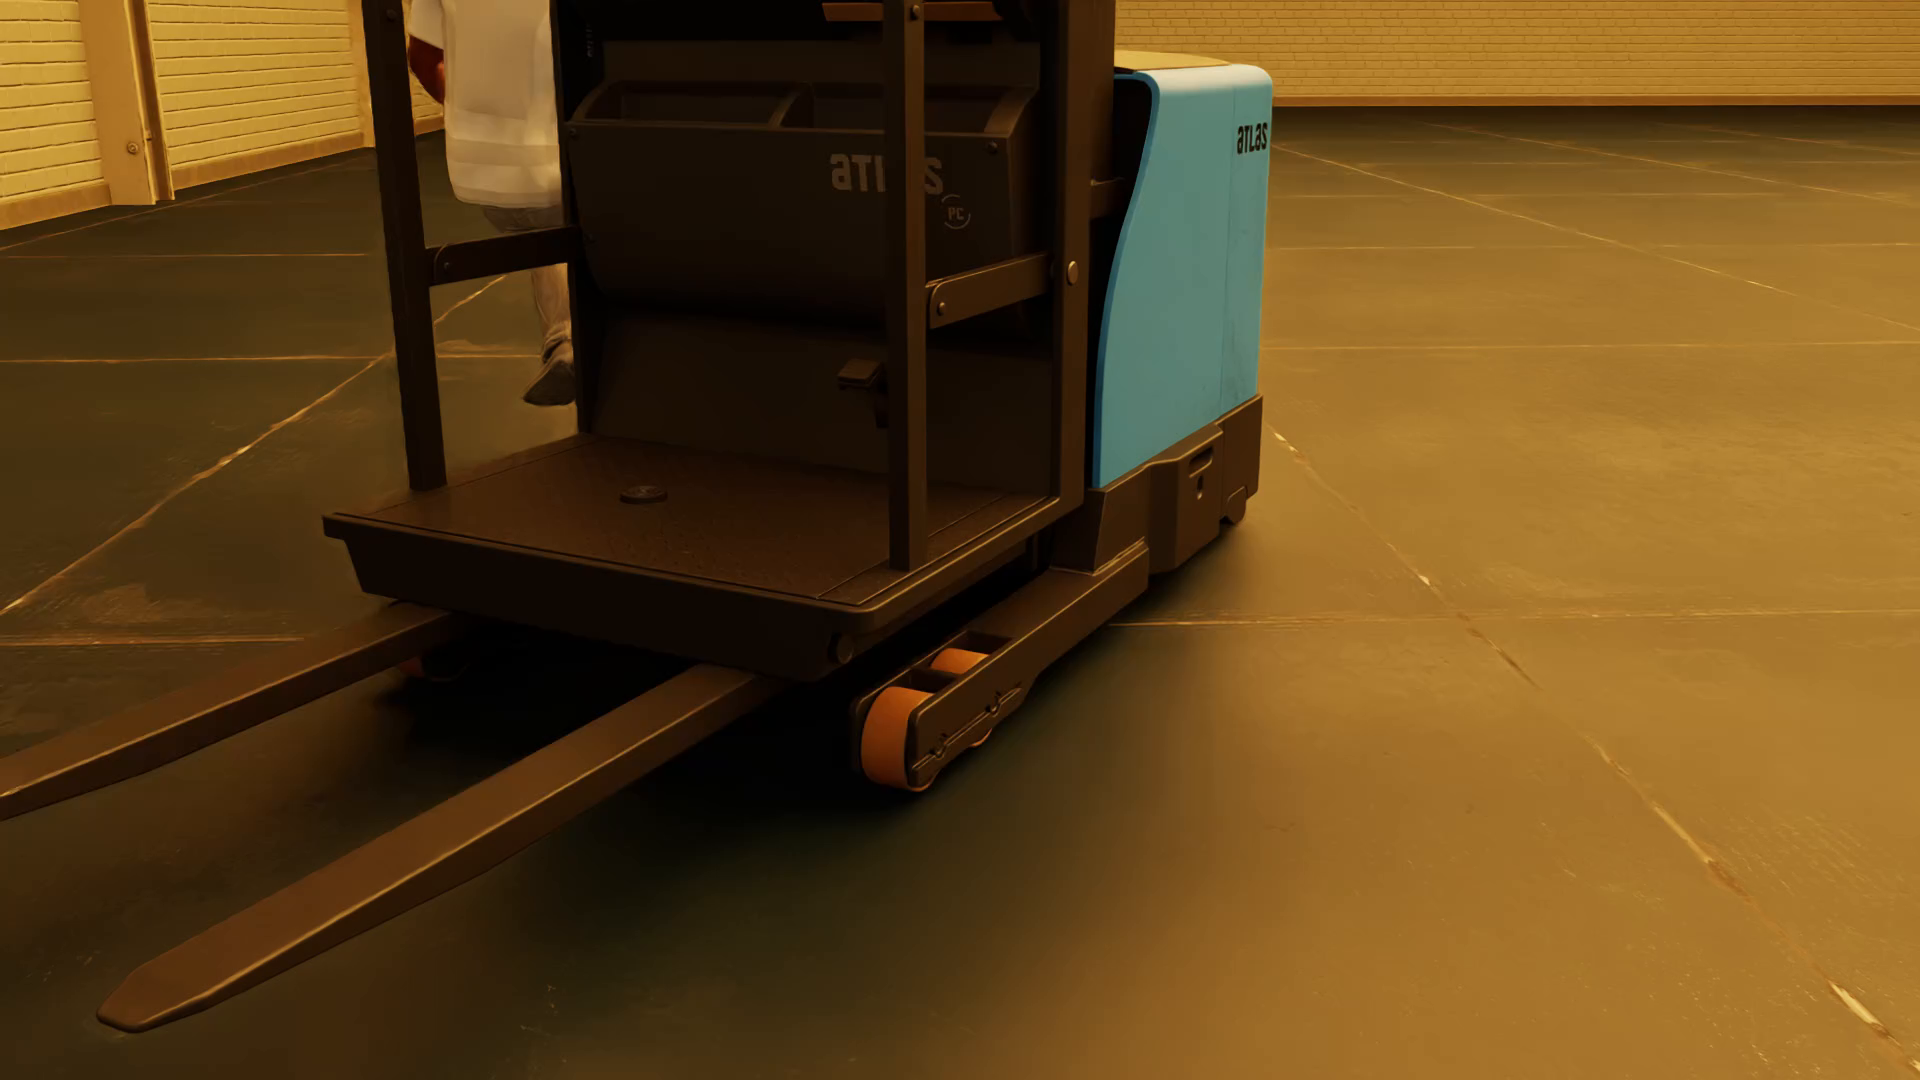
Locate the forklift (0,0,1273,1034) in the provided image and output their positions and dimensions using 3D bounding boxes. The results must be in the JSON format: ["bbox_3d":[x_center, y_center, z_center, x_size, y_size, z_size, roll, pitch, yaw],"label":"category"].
[{"bbox_3d":[-0.396,-1.152,2.675,1.130,2.935,3.031,9,19,26],"label":"forklift"}]

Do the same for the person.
[{"bbox_3d":[-0.949,-0.990,4.326,0.822,1.624,0.713,7,18,22],"label":"person"}]
